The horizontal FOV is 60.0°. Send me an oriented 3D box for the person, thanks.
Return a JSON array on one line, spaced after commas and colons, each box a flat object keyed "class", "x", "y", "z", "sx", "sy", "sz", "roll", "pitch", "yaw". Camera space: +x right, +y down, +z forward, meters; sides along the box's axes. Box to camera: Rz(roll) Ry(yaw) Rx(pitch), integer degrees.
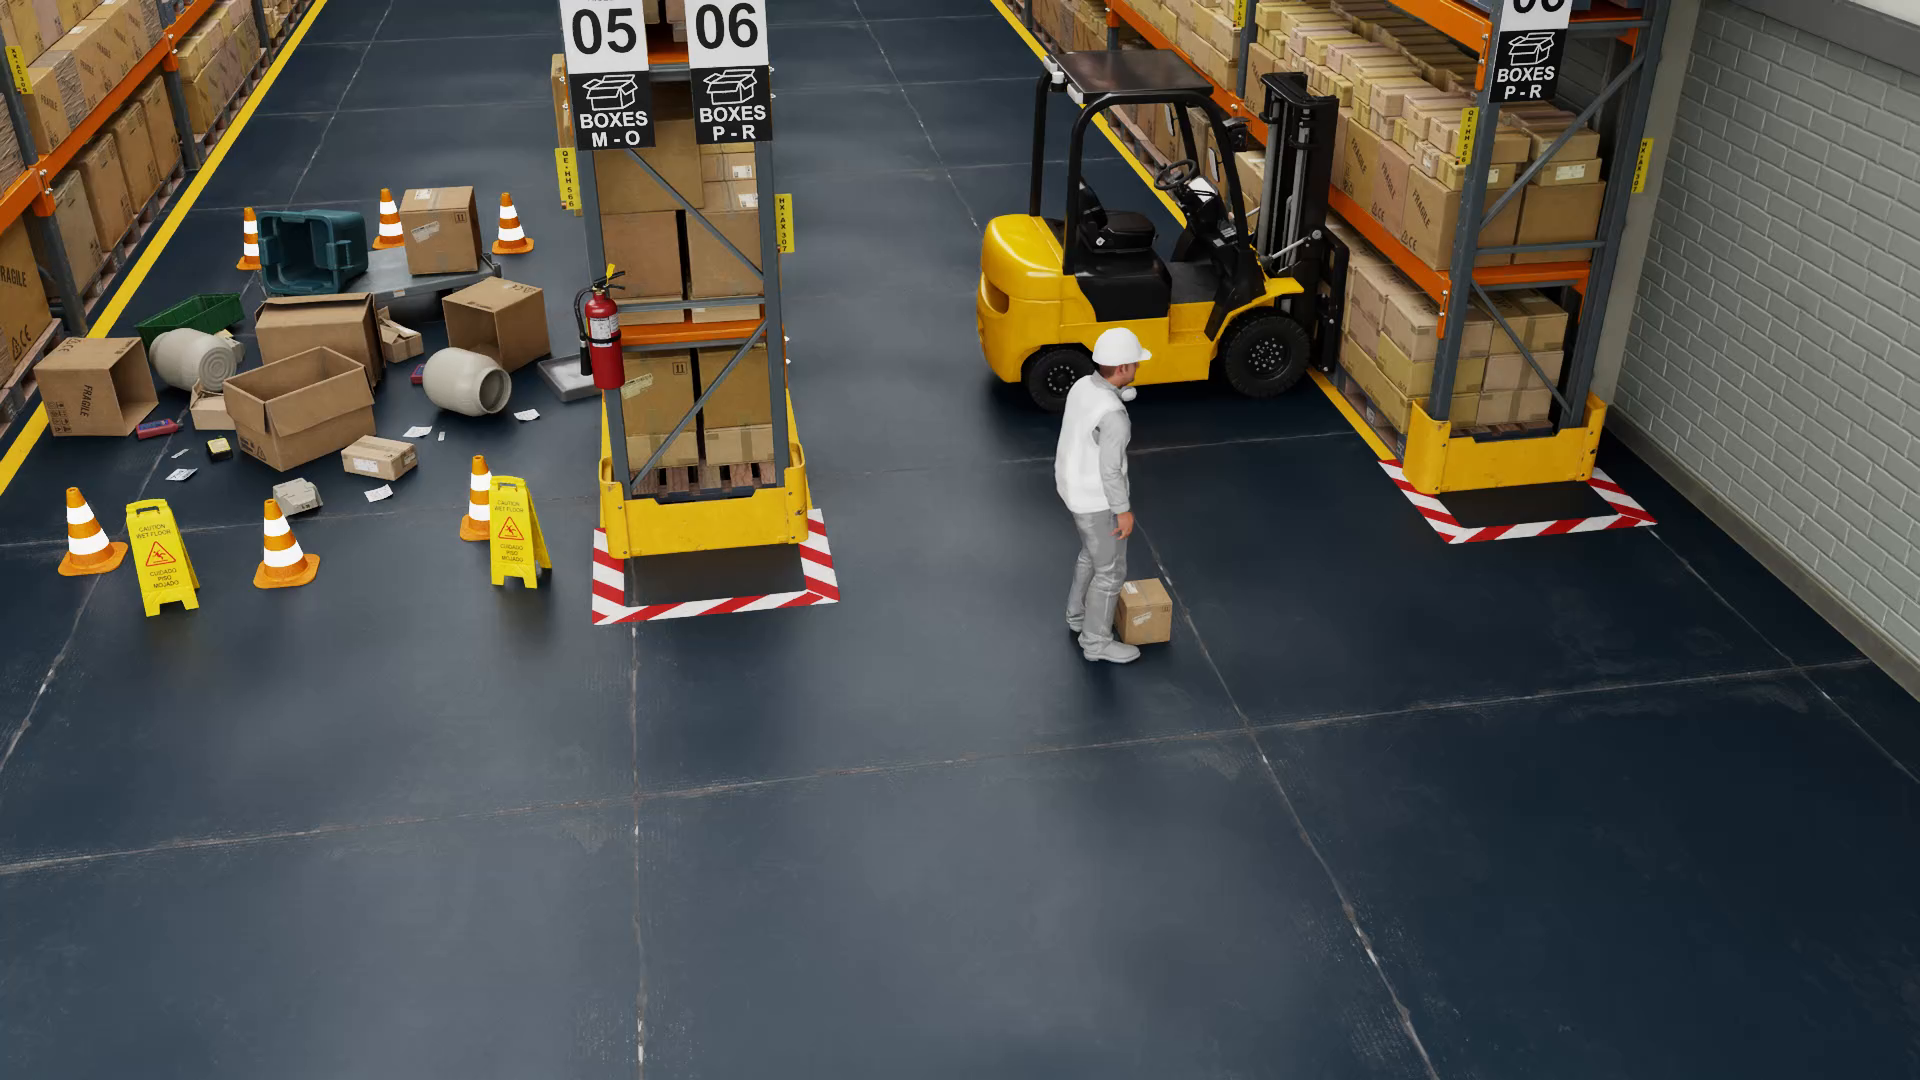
[{"class": "person", "x": 0.724, "y": -0.245, "z": 8.529, "sx": 0.457, "sy": 1.770, "sz": 0.593, "roll": -7, "pitch": 31, "yaw": -11}]
